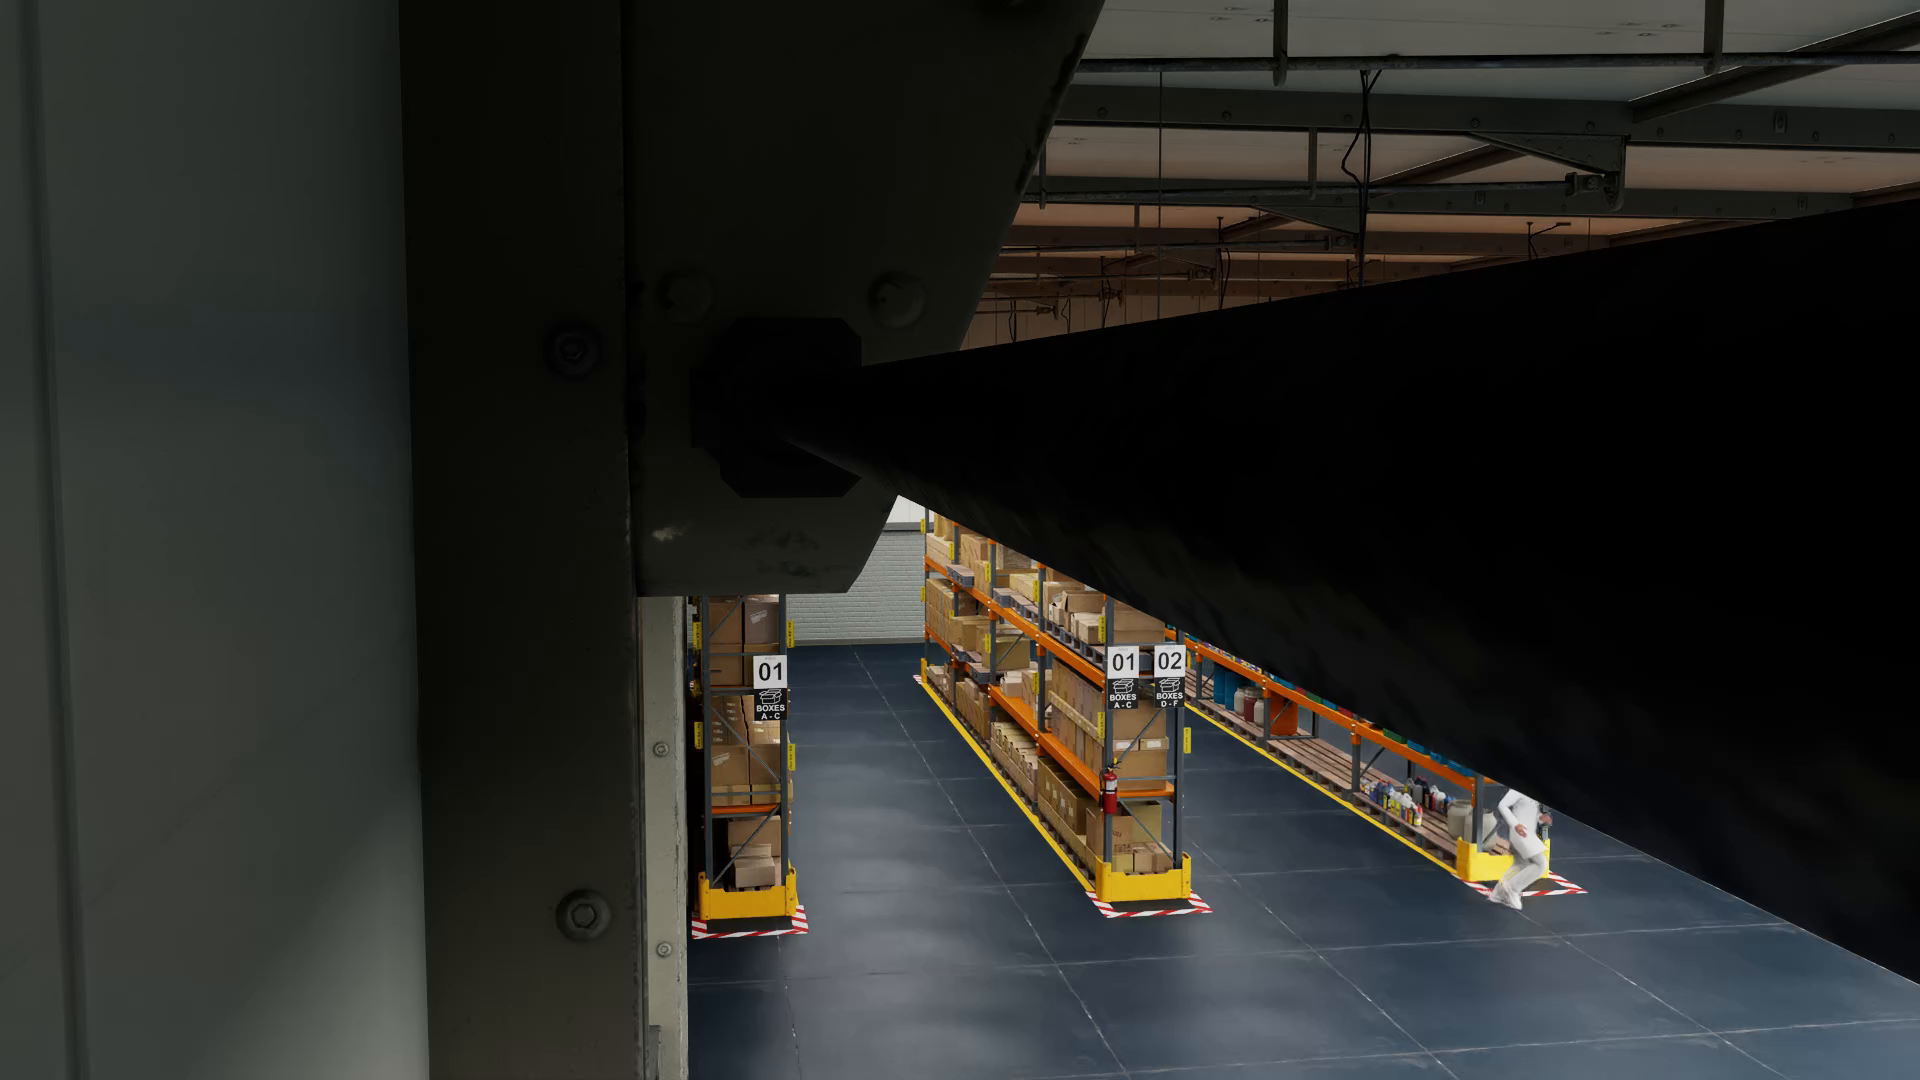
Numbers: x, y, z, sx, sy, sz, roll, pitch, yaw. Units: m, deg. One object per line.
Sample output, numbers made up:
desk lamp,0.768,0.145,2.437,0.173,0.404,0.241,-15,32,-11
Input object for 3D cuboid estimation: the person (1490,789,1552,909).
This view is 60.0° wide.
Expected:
person,6.933,3.649,20.505,0.698,1.727,0.677,2,6,26
